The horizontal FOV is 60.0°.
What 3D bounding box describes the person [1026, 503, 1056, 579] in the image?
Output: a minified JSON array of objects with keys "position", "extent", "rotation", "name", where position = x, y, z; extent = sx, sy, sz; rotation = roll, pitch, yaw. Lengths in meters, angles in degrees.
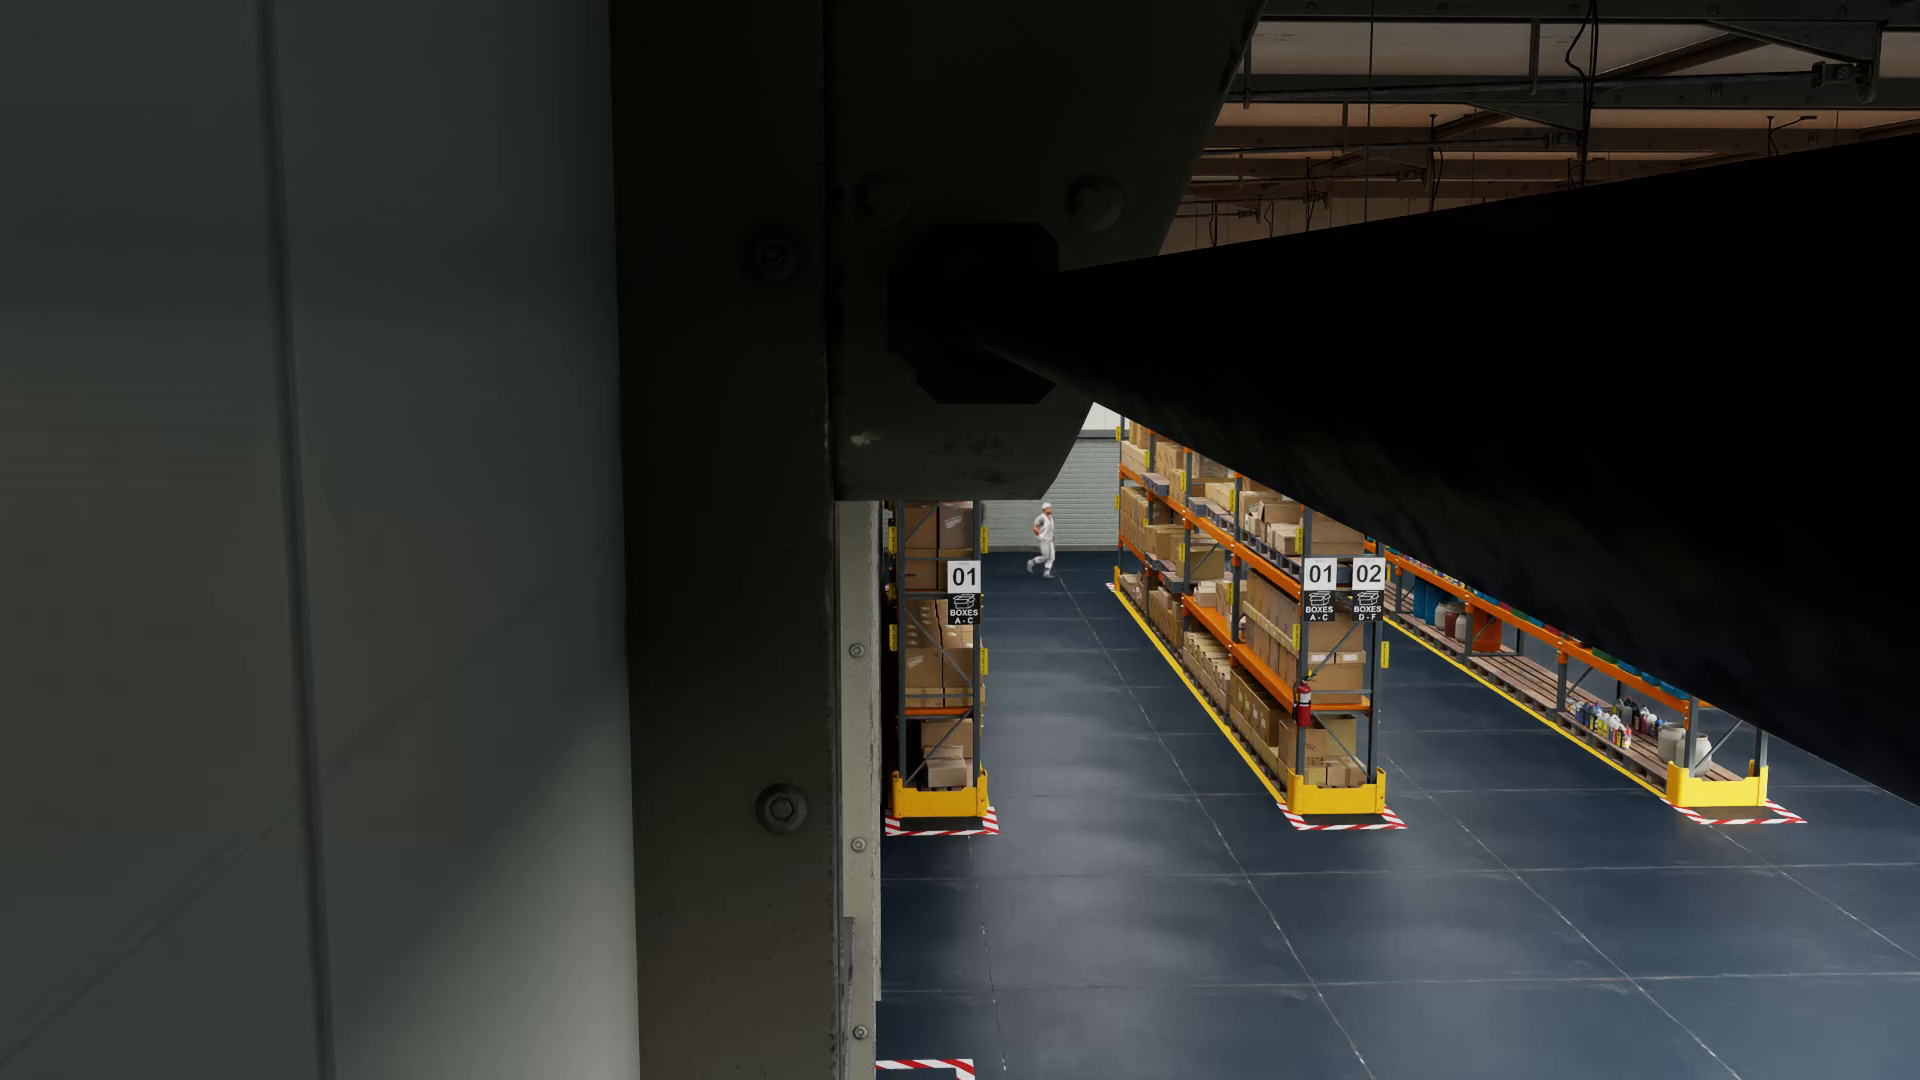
[{"position":[1.965,0.009,38.047],"extent":[0.760,1.725,0.709],"rotation":[6,10,35],"name":"person"}]
